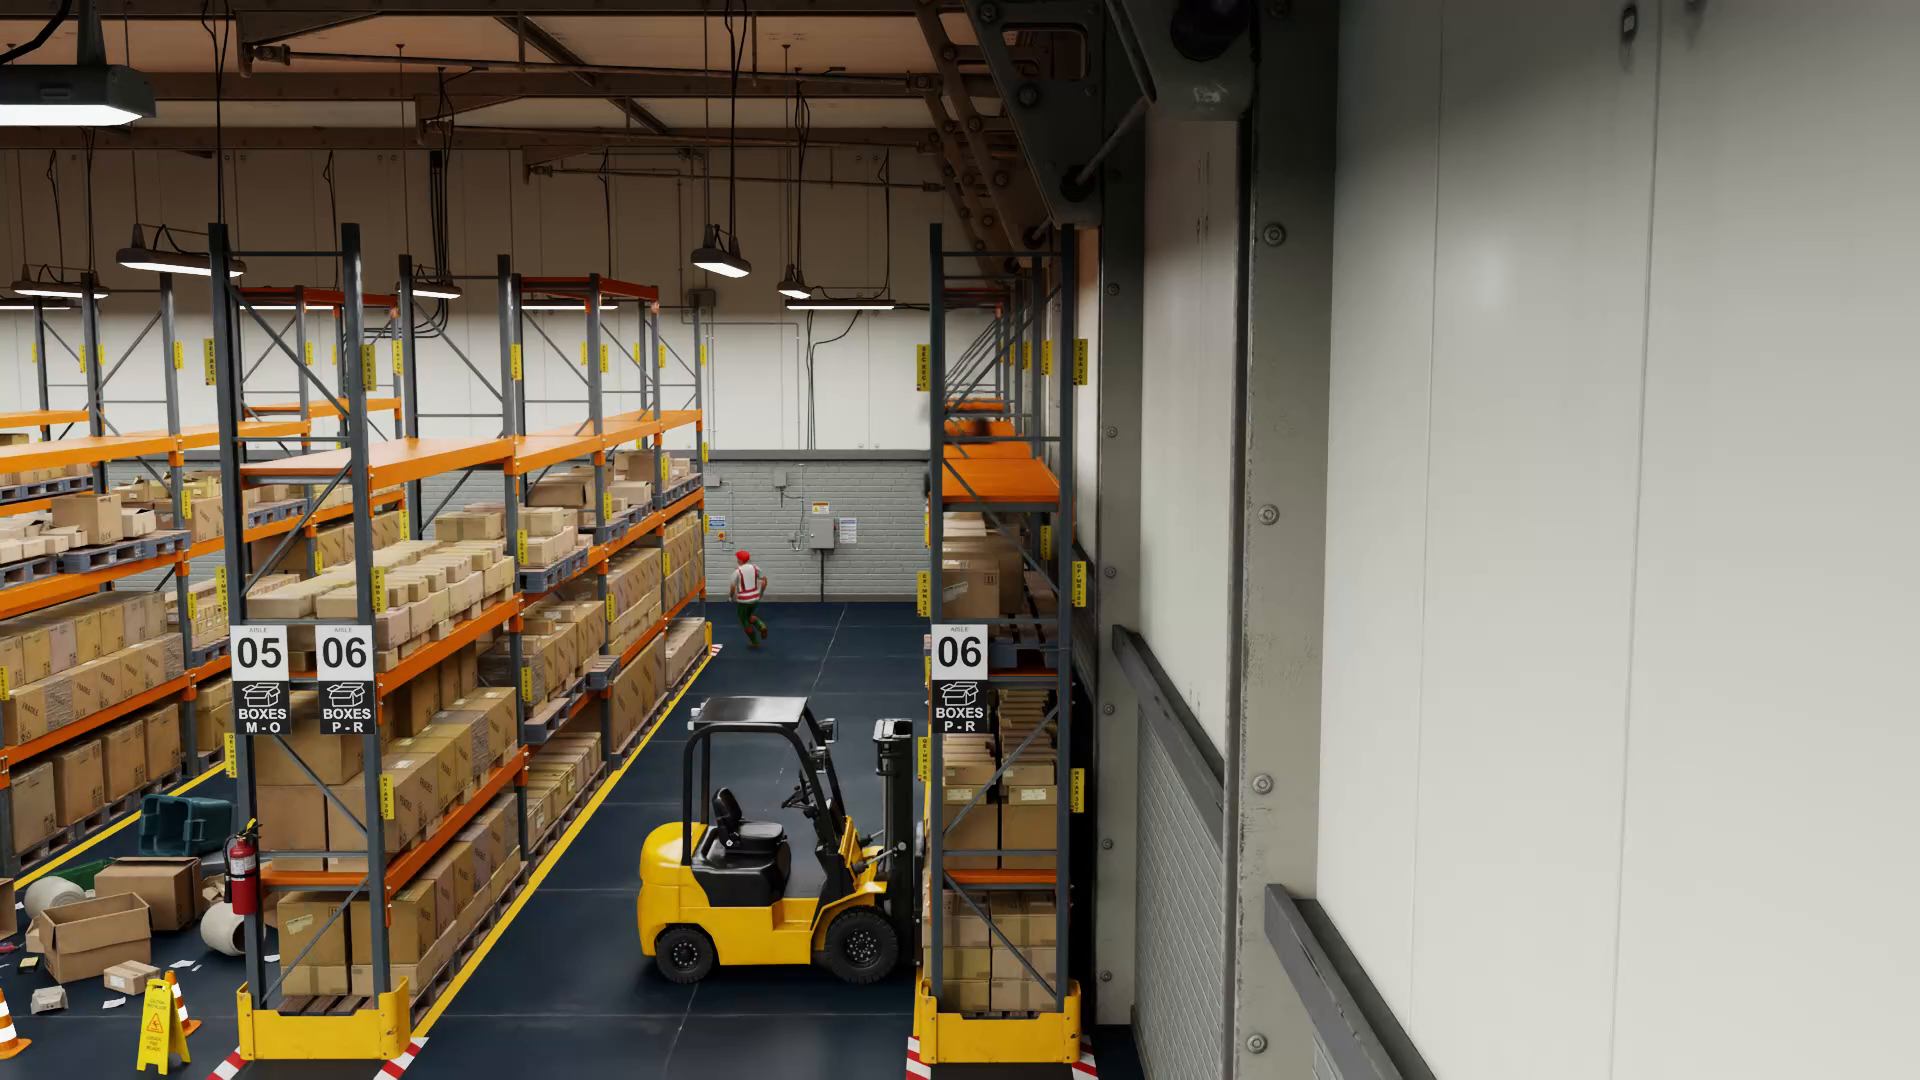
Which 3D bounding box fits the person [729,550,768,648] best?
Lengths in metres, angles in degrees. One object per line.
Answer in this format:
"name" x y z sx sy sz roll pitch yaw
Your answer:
"person" -3.654 1.006 28.406 0.712 1.709 0.554 -6 9 -41
